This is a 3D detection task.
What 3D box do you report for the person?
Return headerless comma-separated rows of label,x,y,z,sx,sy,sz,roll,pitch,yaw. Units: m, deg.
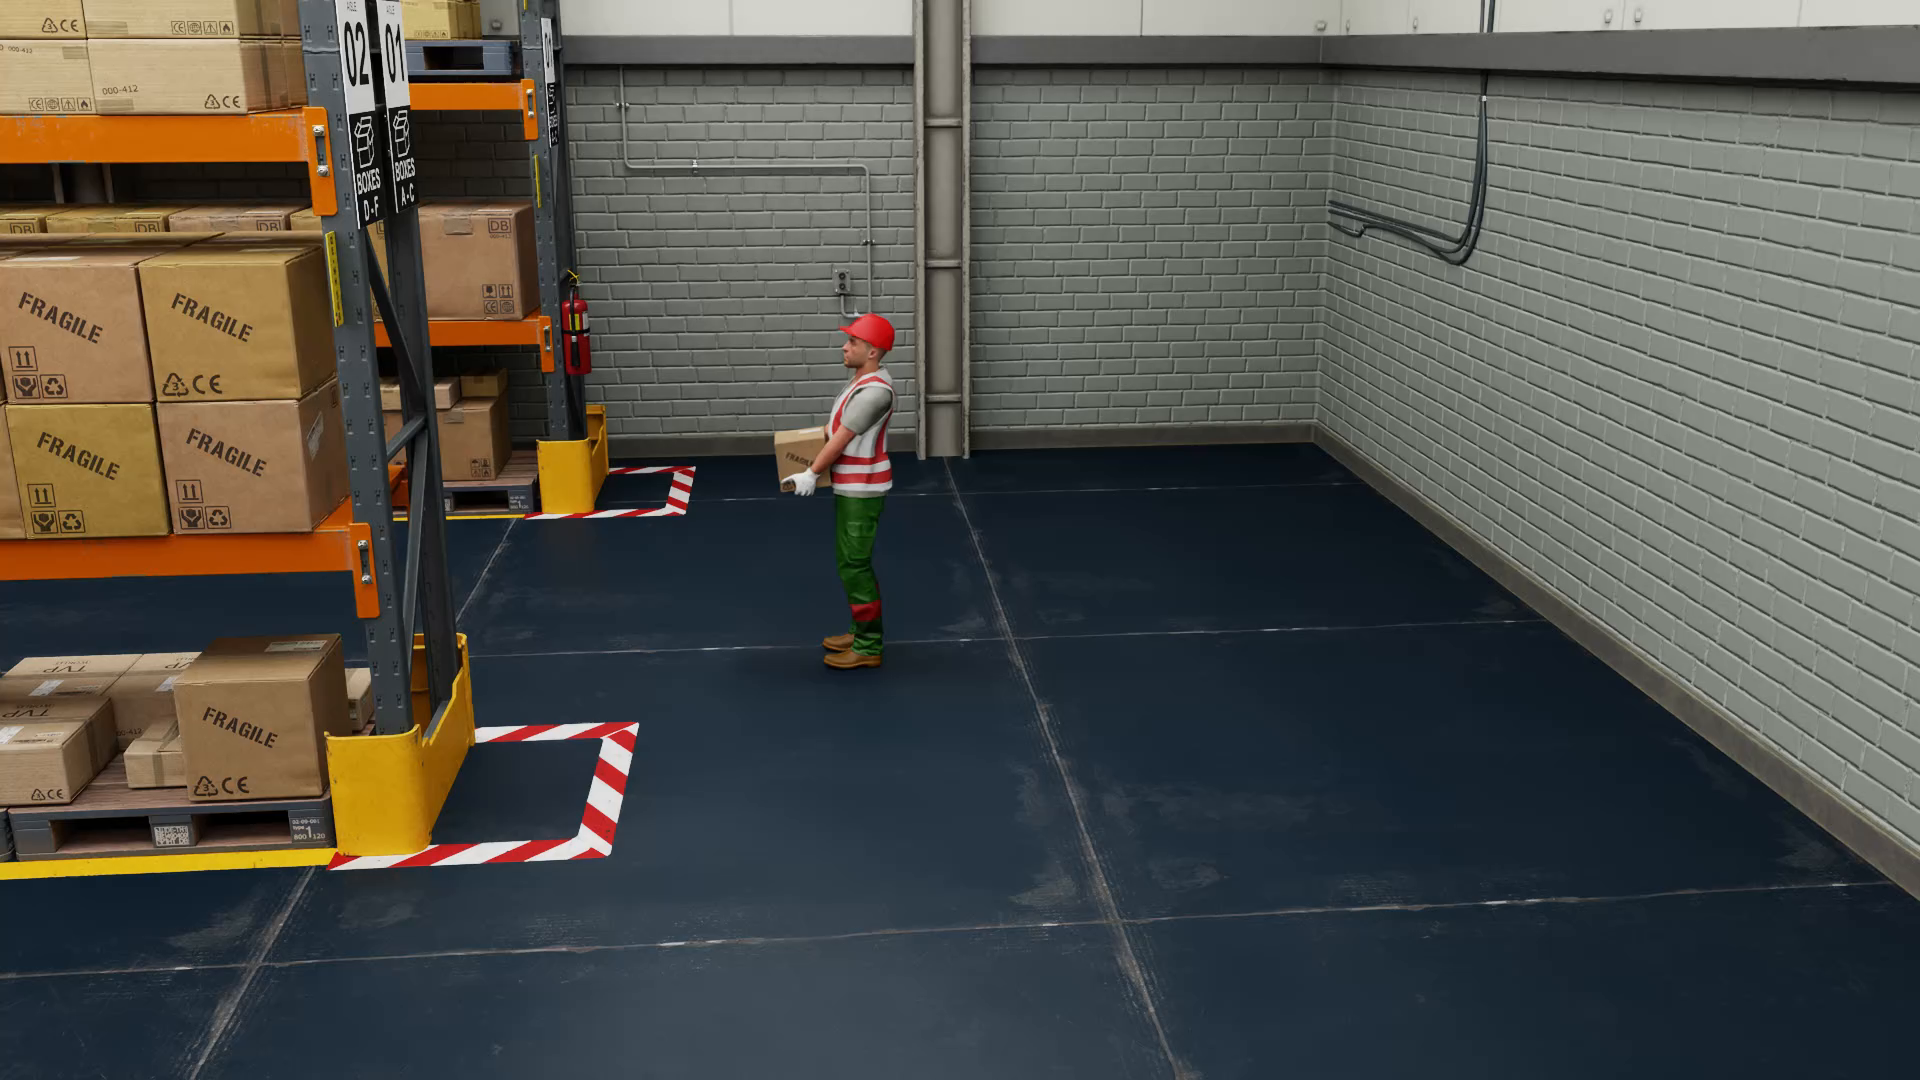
person,-0.549,-0.271,8.317,0.460,1.723,0.493,-2,17,-5
